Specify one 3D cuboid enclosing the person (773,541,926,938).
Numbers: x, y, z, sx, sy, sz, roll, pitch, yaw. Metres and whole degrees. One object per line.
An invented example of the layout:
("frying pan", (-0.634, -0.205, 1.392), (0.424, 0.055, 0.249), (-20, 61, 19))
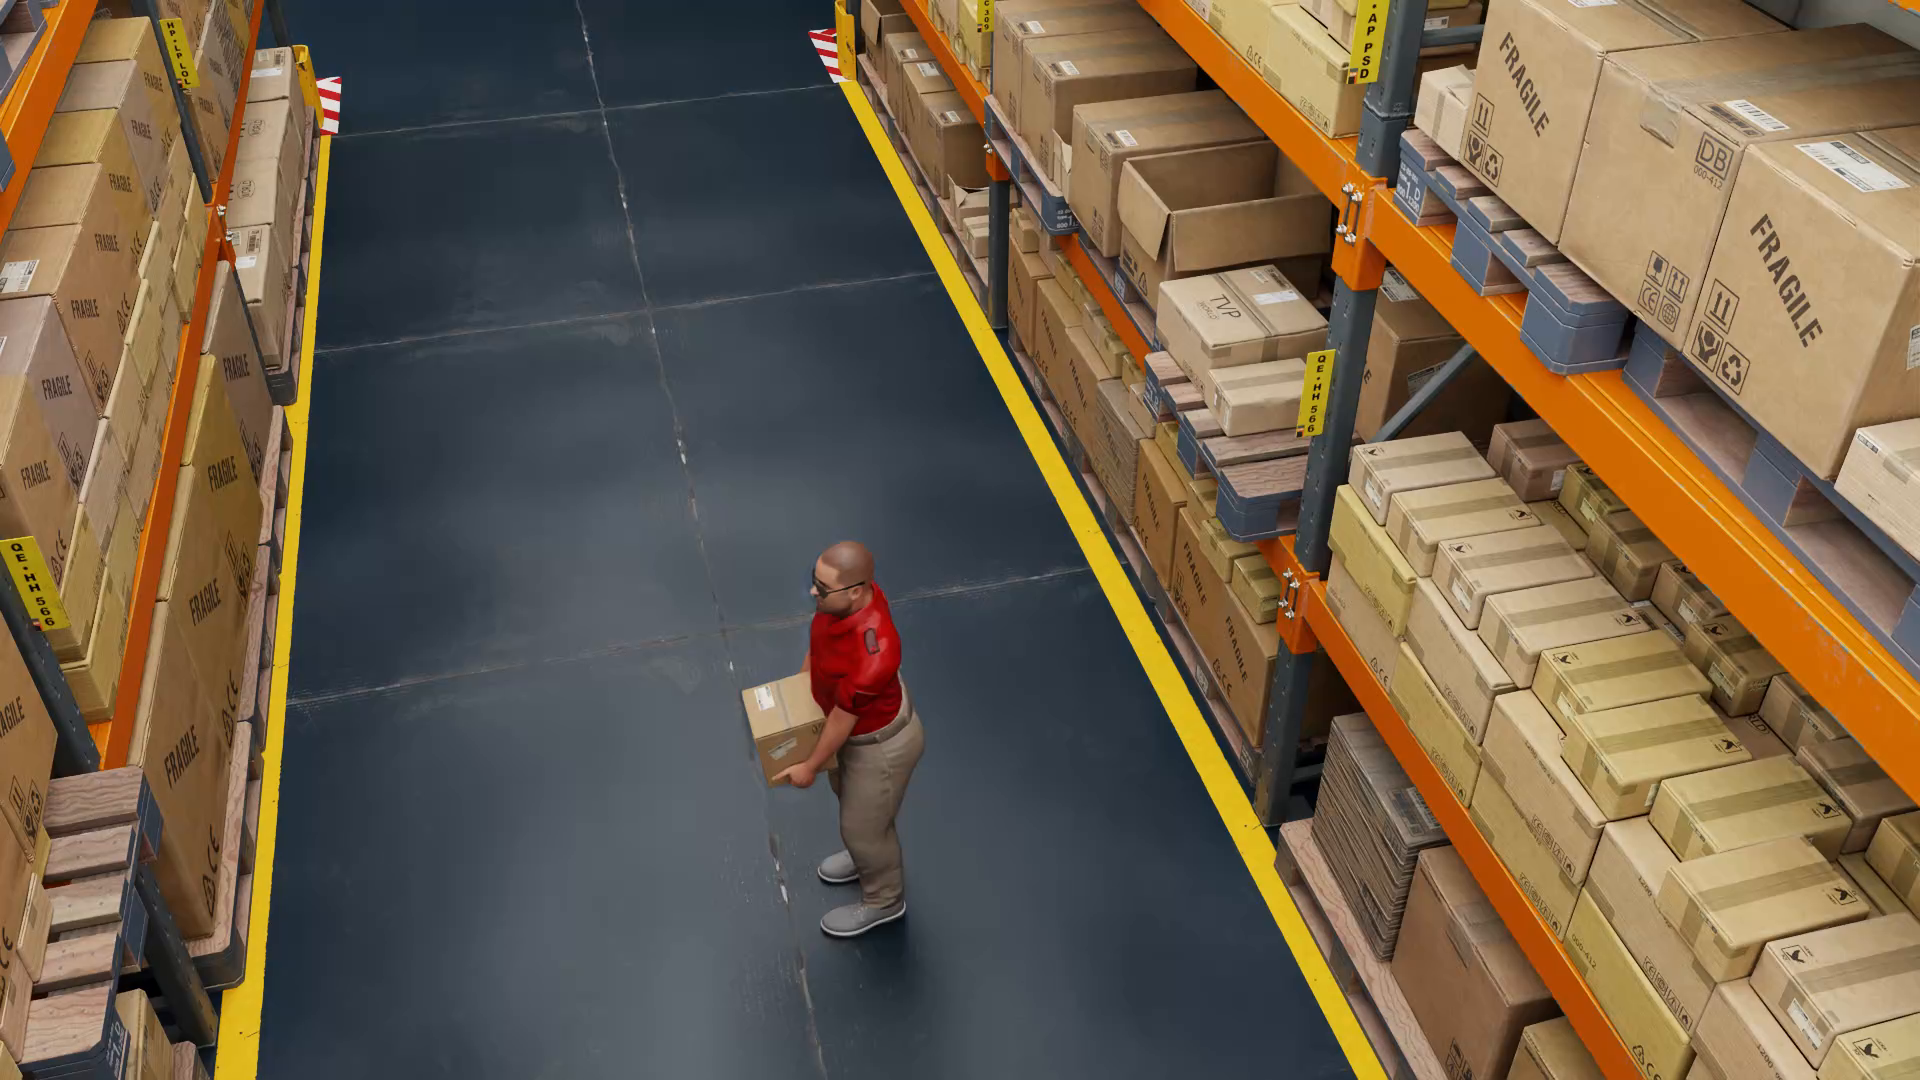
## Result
("person", (-0.405, 0.705, 5.835), (0.557, 1.724, 0.488), (-10, 39, -13))
